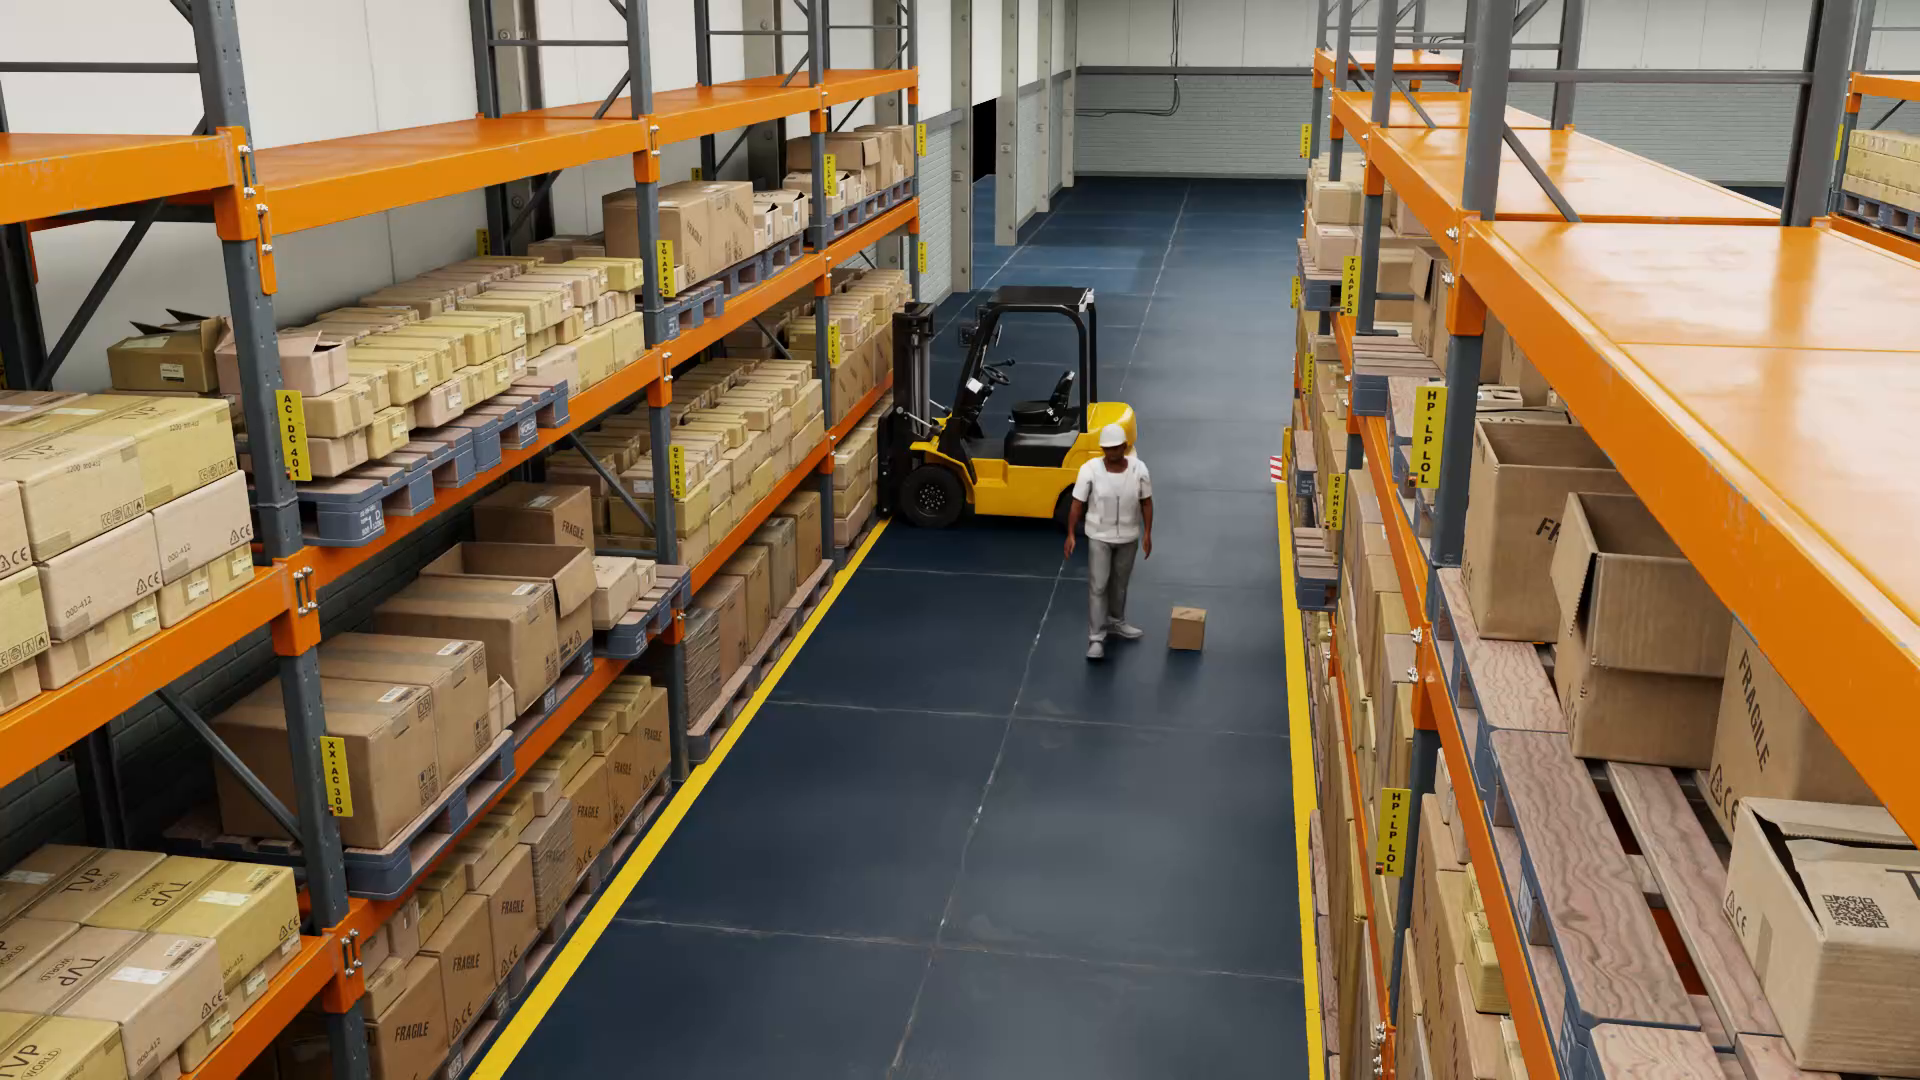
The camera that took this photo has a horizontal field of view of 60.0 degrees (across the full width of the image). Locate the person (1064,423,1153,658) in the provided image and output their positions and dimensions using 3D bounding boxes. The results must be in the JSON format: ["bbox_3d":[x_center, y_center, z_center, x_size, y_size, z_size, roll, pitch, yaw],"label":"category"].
[{"bbox_3d":[1.129,-0.008,12.522,0.682,1.767,0.635,-3,18,-10],"label":"person"}]
